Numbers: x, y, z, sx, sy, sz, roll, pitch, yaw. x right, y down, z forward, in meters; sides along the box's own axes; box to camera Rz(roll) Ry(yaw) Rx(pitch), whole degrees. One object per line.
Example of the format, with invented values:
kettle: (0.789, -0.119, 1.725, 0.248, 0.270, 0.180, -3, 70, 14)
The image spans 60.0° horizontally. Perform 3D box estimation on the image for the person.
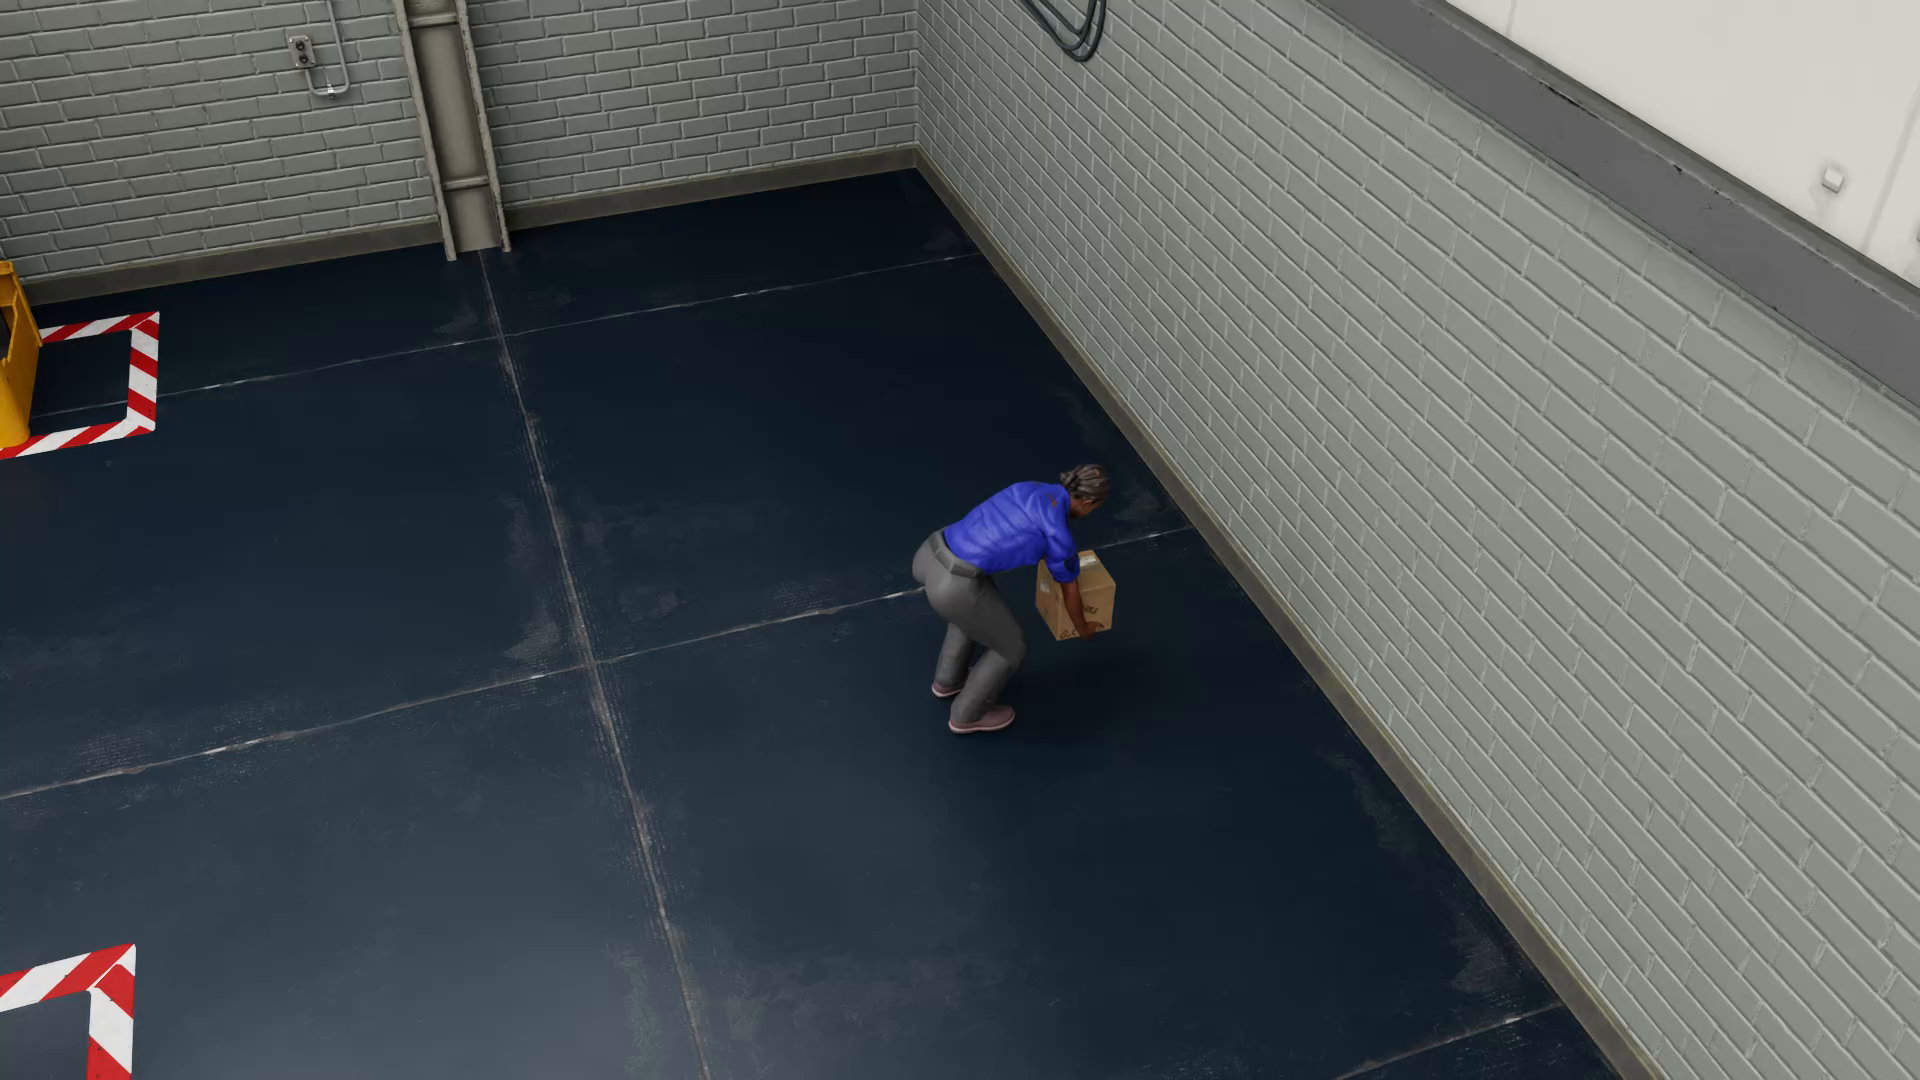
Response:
person: (0.223, 0.234, 6.926, 0.847, 1.123, 0.446, -14, 40, -18)
